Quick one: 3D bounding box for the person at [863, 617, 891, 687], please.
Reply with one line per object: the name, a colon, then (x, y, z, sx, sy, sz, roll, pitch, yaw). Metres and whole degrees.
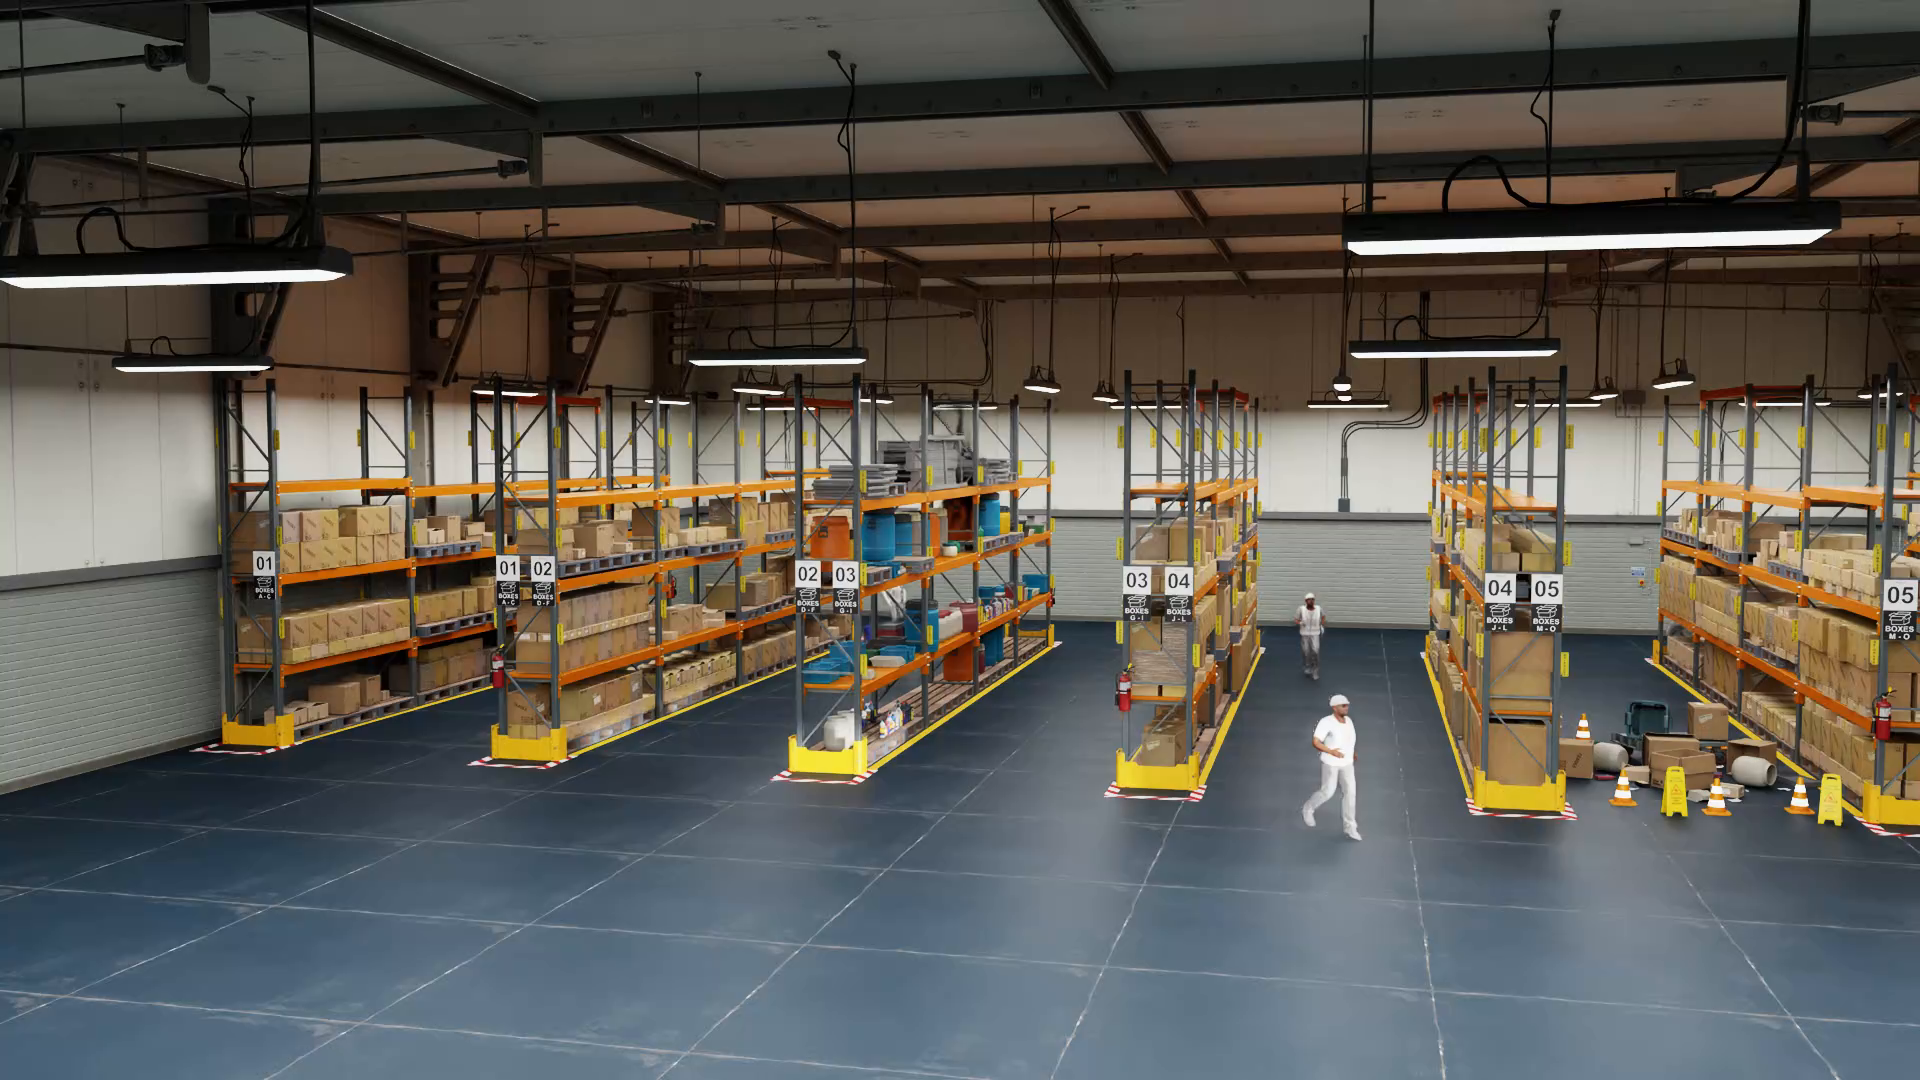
person: (-1.613, 2.267, 32.872, 0.612, 1.615, 0.947, 1, 4, 20)

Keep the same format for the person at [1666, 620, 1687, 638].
person: (16.574, 1.905, 38.391, 0.675, 1.617, 0.602, 3, 4, 38)

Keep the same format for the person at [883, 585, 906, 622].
person: (-1.644, 1.621, 42.762, 0.649, 1.664, 0.493, -2, 4, -25)

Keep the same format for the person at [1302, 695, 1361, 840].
person: (4.797, 2.844, 21.098, 0.743, 1.767, 0.988, -2, 4, -29)

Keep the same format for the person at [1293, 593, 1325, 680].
person: (7.341, 2.026, 34.952, 0.659, 1.826, 0.761, 1, 3, 9)
